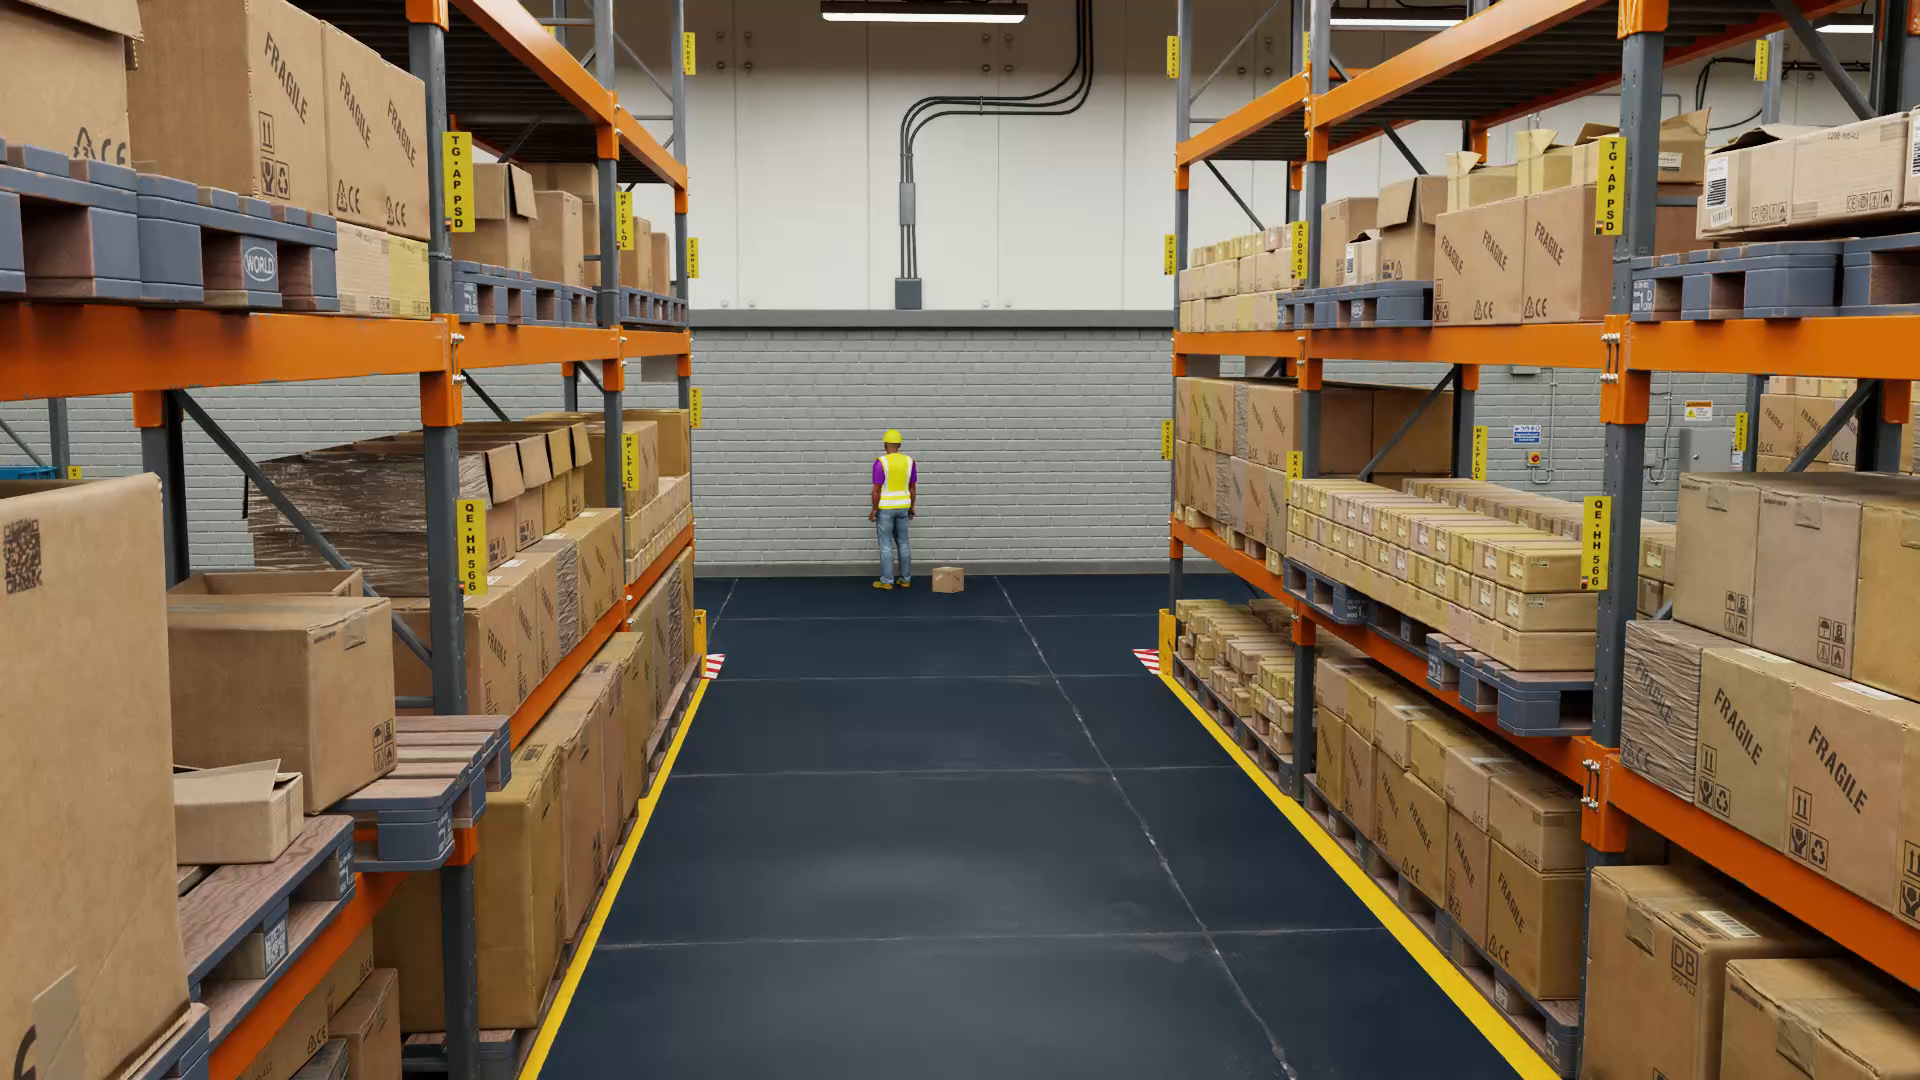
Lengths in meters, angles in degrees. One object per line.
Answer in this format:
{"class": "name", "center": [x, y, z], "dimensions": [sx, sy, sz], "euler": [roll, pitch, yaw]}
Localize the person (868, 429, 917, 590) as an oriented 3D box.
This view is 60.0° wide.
{"class": "person", "center": [-0.762, -0.347, 18.527], "dimensions": [0.562, 1.771, 0.368], "euler": [-4, 8, -30]}
